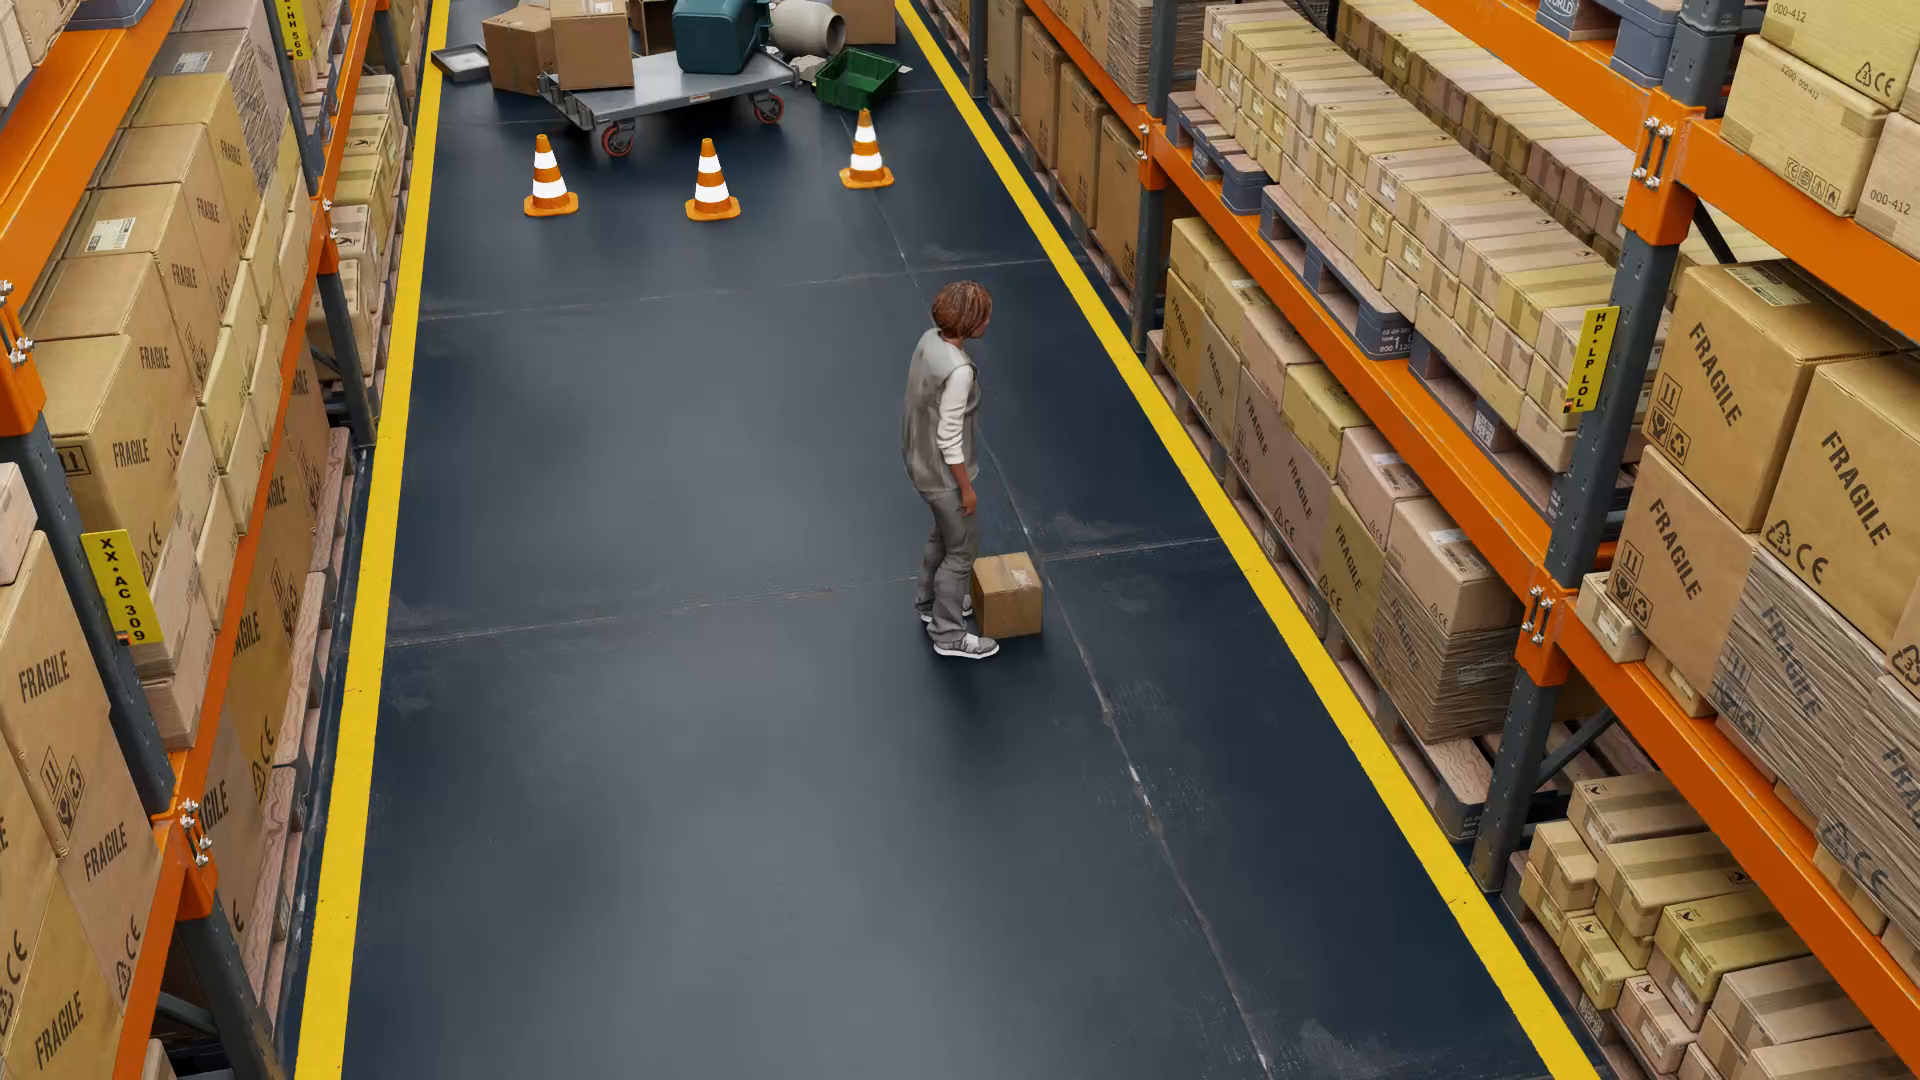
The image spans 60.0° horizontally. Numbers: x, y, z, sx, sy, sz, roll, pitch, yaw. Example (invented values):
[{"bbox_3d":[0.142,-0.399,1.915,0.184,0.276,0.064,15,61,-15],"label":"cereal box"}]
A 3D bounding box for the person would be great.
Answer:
[{"bbox_3d":[-0.046,-0.275,6.550,0.345,1.591,0.461,-8,36,-12],"label":"person"}]
